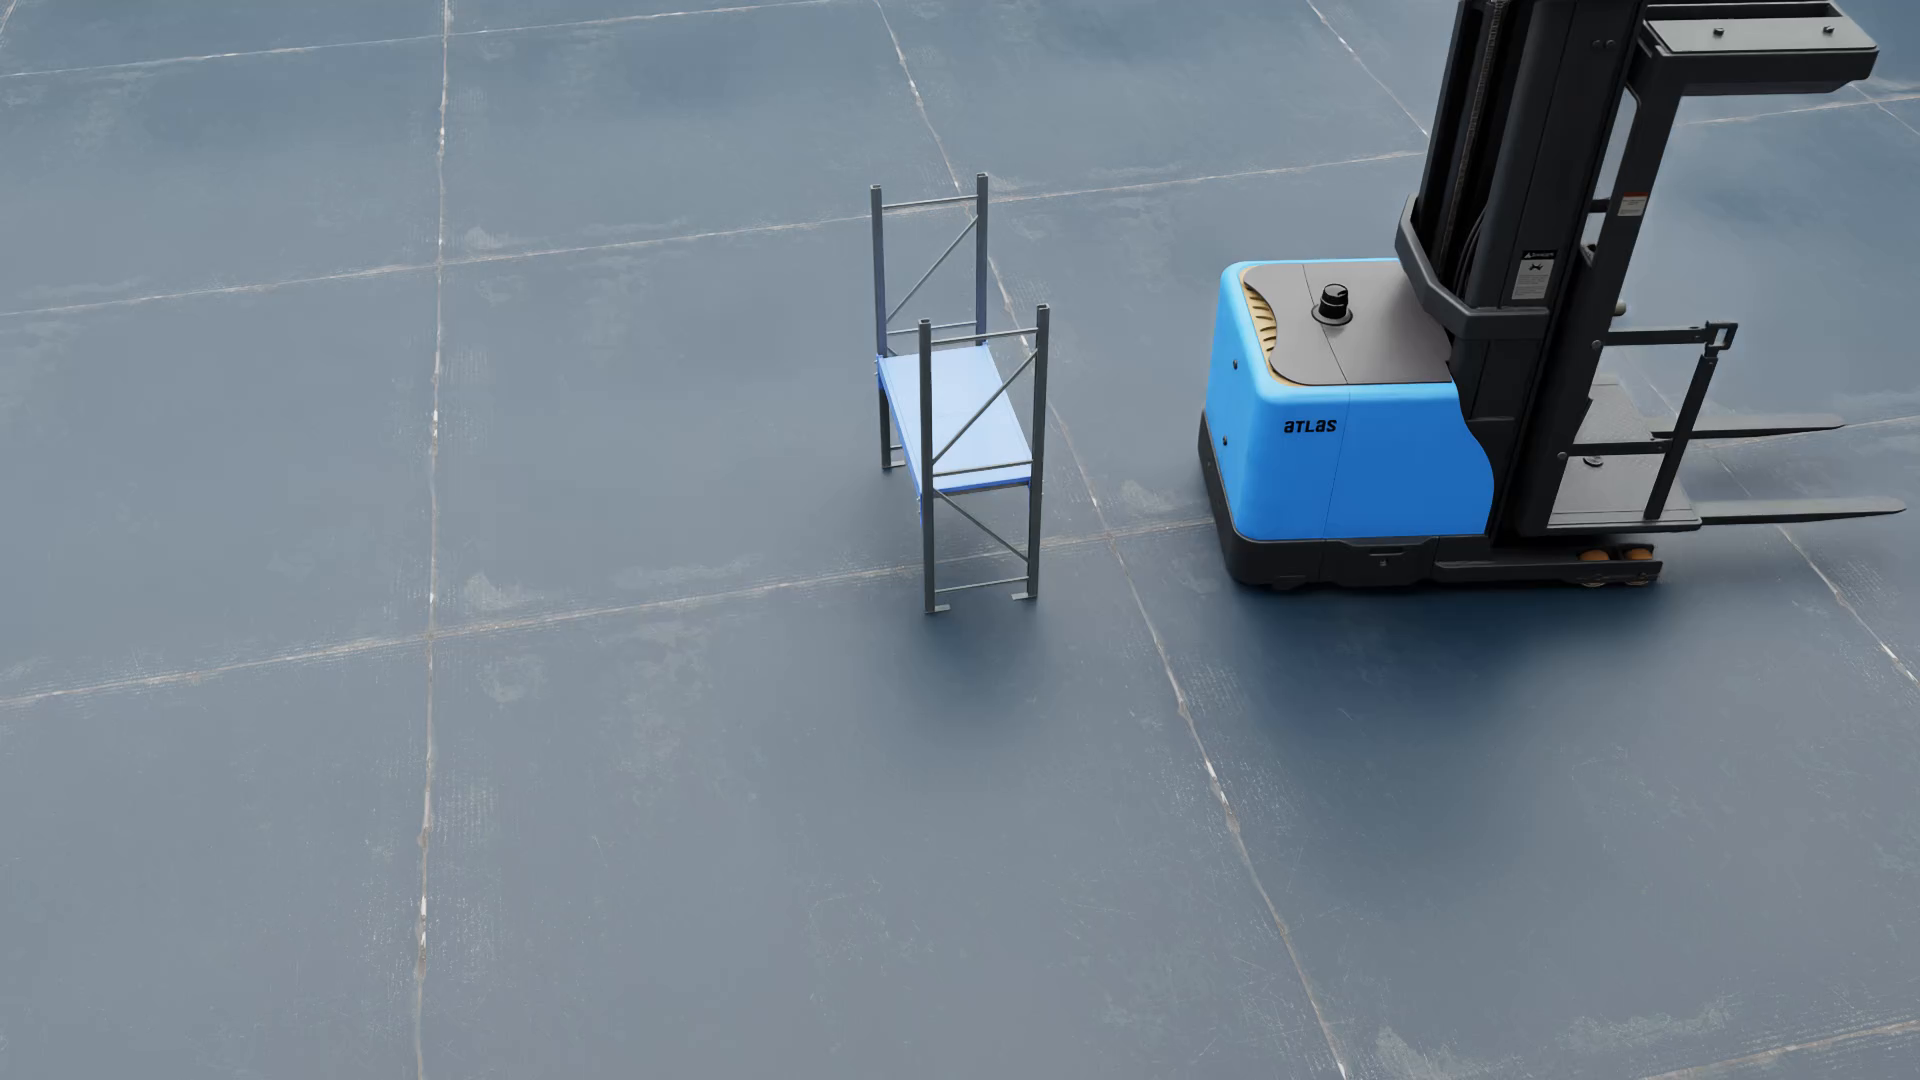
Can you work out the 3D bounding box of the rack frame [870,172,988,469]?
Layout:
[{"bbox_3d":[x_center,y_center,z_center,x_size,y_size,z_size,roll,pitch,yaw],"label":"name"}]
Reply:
[{"bbox_3d":[-0.128,-0.946,7.467,0.500,1.500,0.032,-8,42,-9],"label":"rack frame"}]

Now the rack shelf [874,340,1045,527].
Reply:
[{"bbox_3d":[-0.018,-0.482,7.216,0.538,0.185,1.000,-8,42,-9],"label":"rack shelf"}]

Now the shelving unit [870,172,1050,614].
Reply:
[{"bbox_3d":[-0.018,-0.616,7.096,0.538,1.500,1.048,-8,42,-9],"label":"shelving unit"}]

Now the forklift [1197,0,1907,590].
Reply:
[{"bbox_3d":[2.663,-1.242,6.723,3.031,2.935,1.130,-2,42,-2],"label":"forklift"}]

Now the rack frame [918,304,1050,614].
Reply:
[{"bbox_3d":[0.091,-0.287,6.725,0.500,1.500,0.032,-8,42,-9],"label":"rack frame"}]
